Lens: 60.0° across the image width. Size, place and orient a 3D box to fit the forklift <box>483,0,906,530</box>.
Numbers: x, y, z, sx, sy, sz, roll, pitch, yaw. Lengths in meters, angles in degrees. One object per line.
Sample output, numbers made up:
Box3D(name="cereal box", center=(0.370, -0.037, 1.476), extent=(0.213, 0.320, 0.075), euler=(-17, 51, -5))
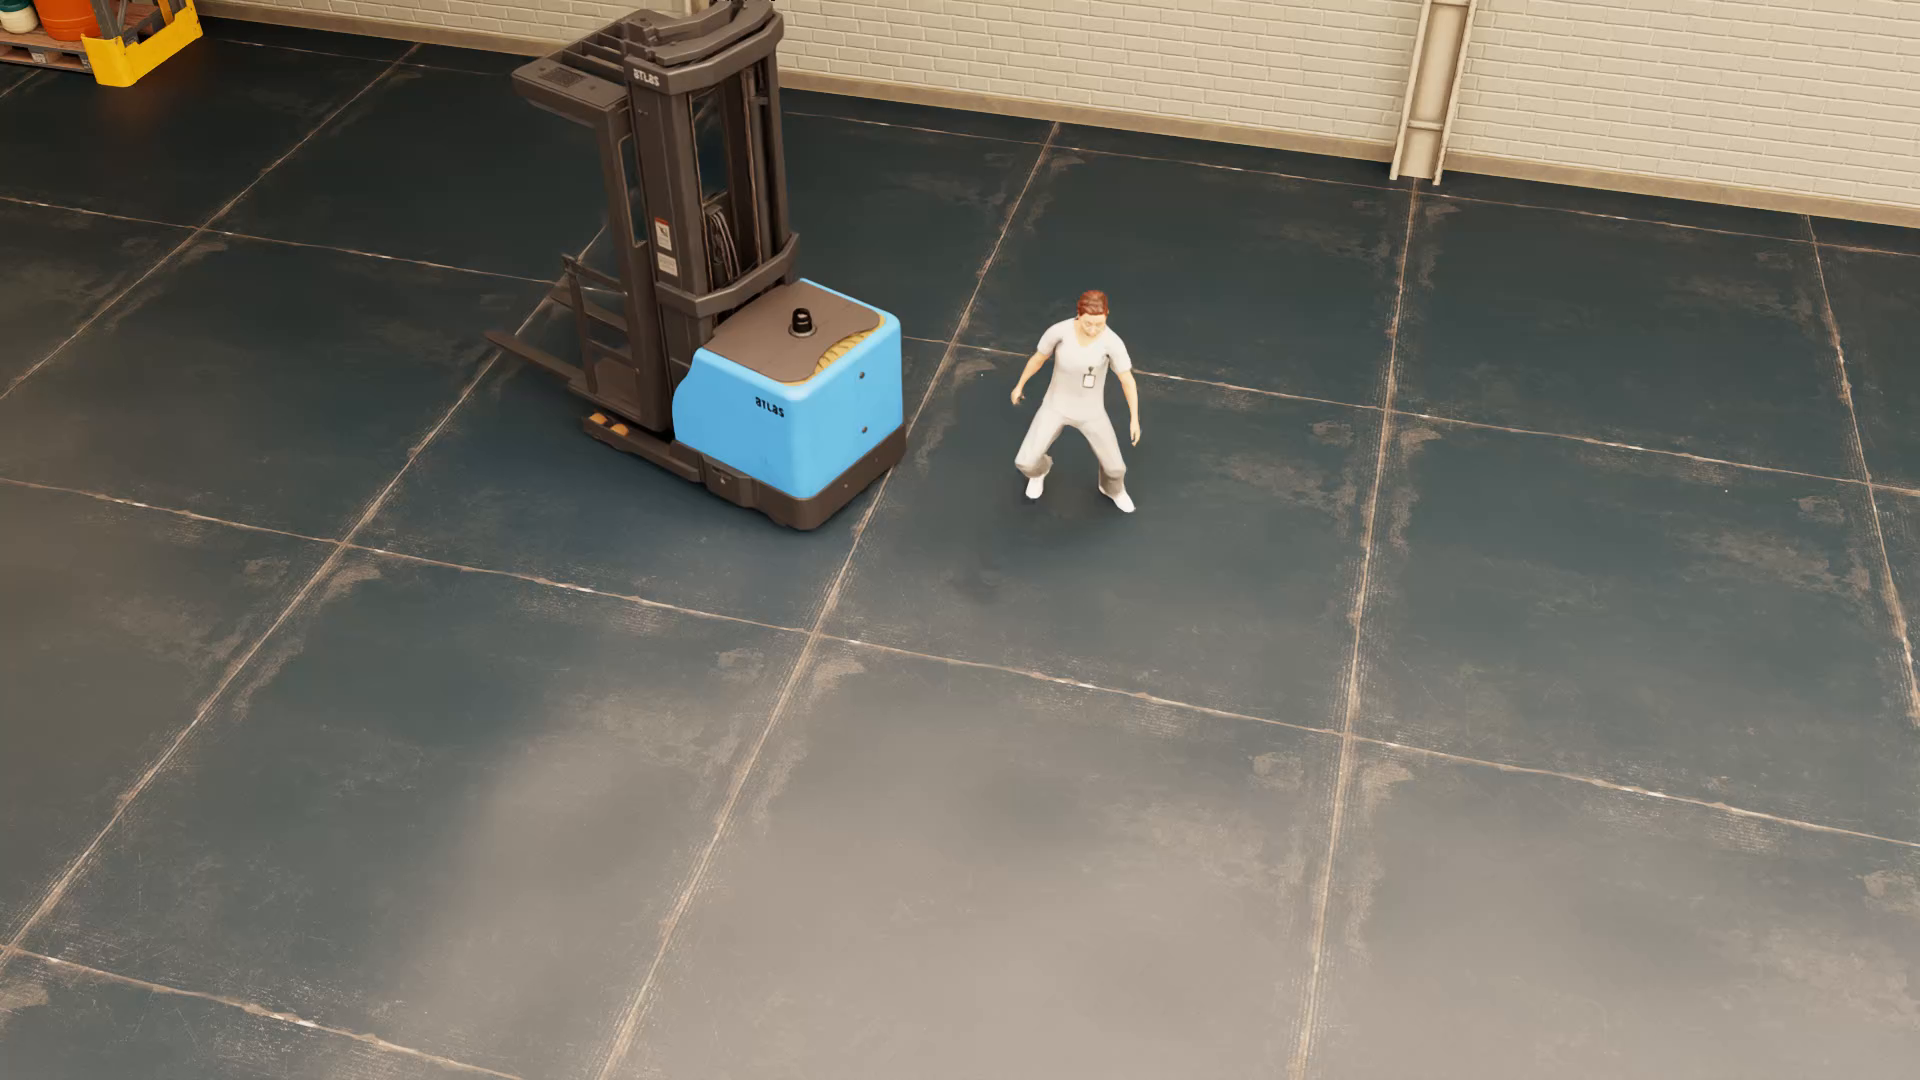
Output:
Box3D(name="forklift", center=(-1.837, -1.942, 10.077), extent=(3.031, 2.935, 1.130), euler=(25, 47, 26))

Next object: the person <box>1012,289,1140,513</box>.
Box3D(name="person", center=(0.686, -0.793, 9.805), extent=(0.809, 1.584, 0.543), euler=(11, 43, 13))
